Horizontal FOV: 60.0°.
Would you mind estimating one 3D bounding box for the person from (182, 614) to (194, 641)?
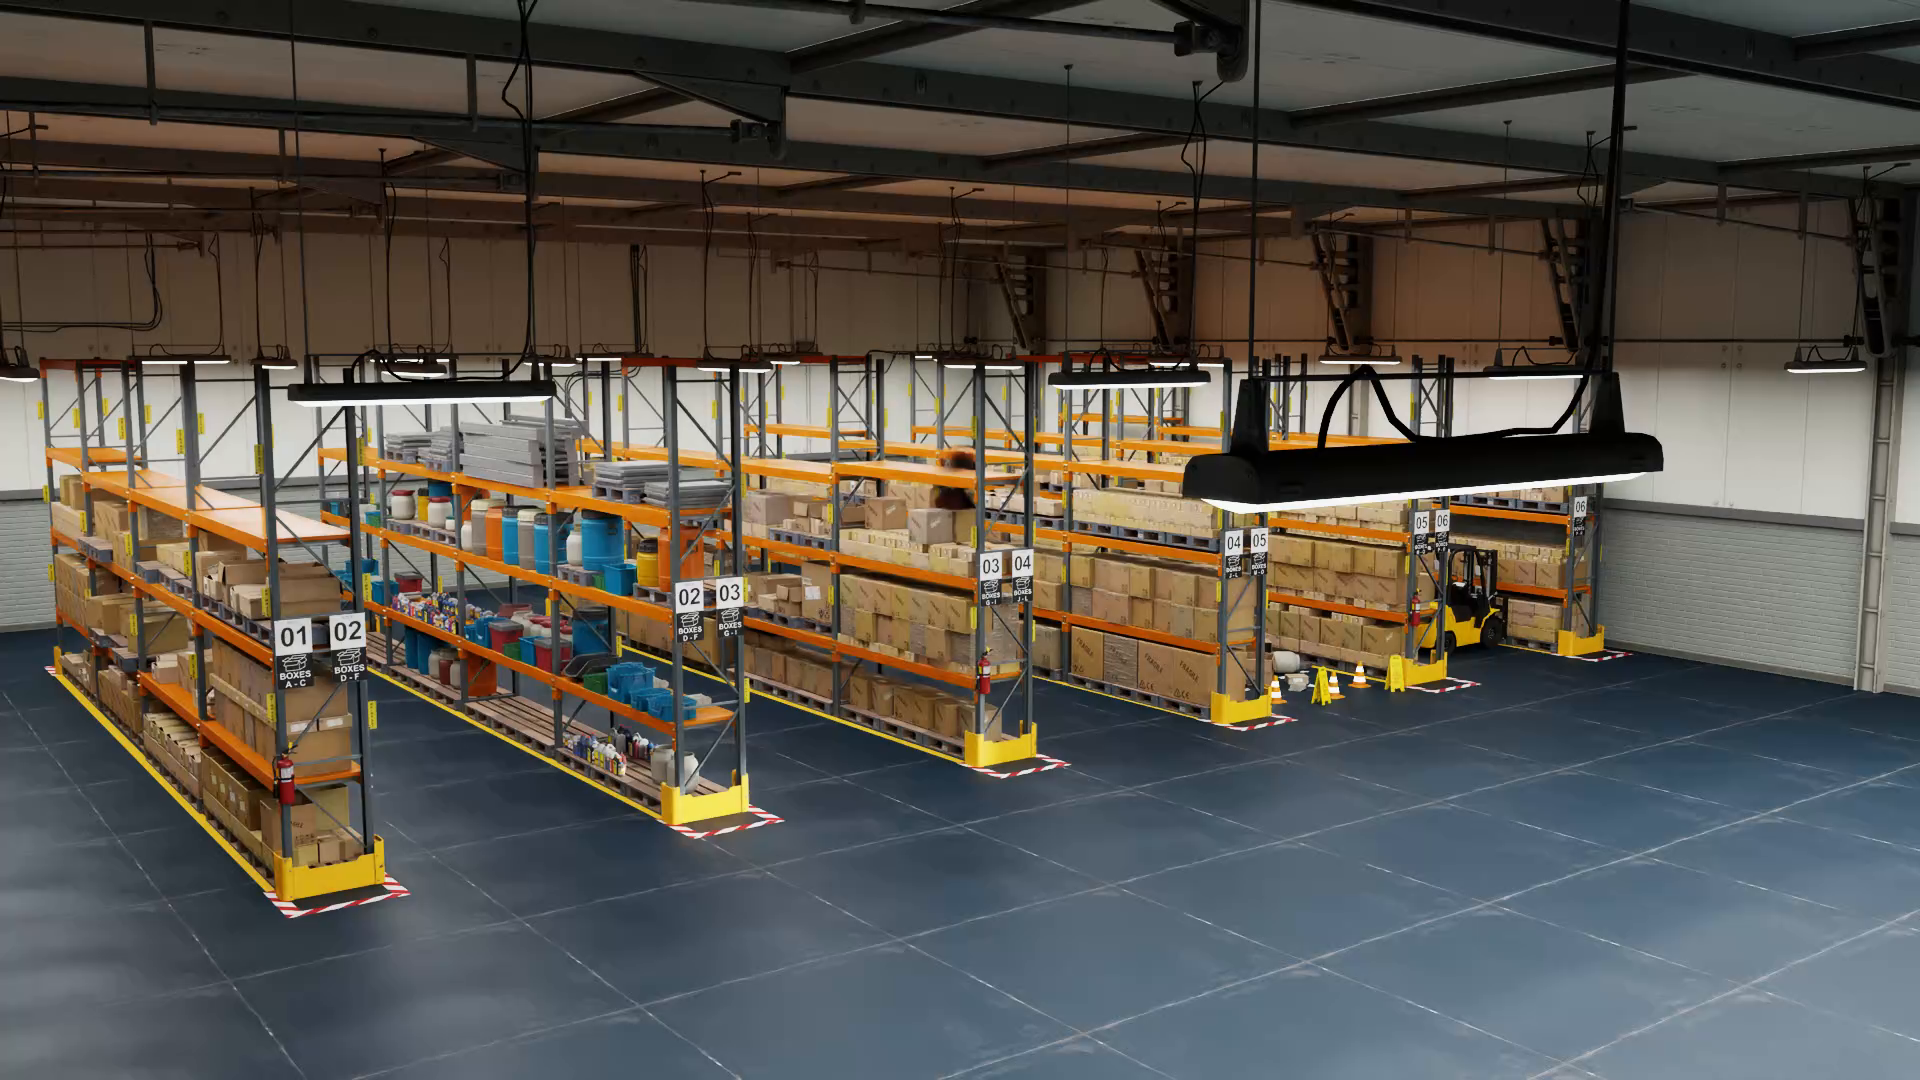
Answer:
[{"bbox_3d":[-15.418,1.539,33.084,0.510,1.655,0.707,2,7,16],"label":"person"}]
